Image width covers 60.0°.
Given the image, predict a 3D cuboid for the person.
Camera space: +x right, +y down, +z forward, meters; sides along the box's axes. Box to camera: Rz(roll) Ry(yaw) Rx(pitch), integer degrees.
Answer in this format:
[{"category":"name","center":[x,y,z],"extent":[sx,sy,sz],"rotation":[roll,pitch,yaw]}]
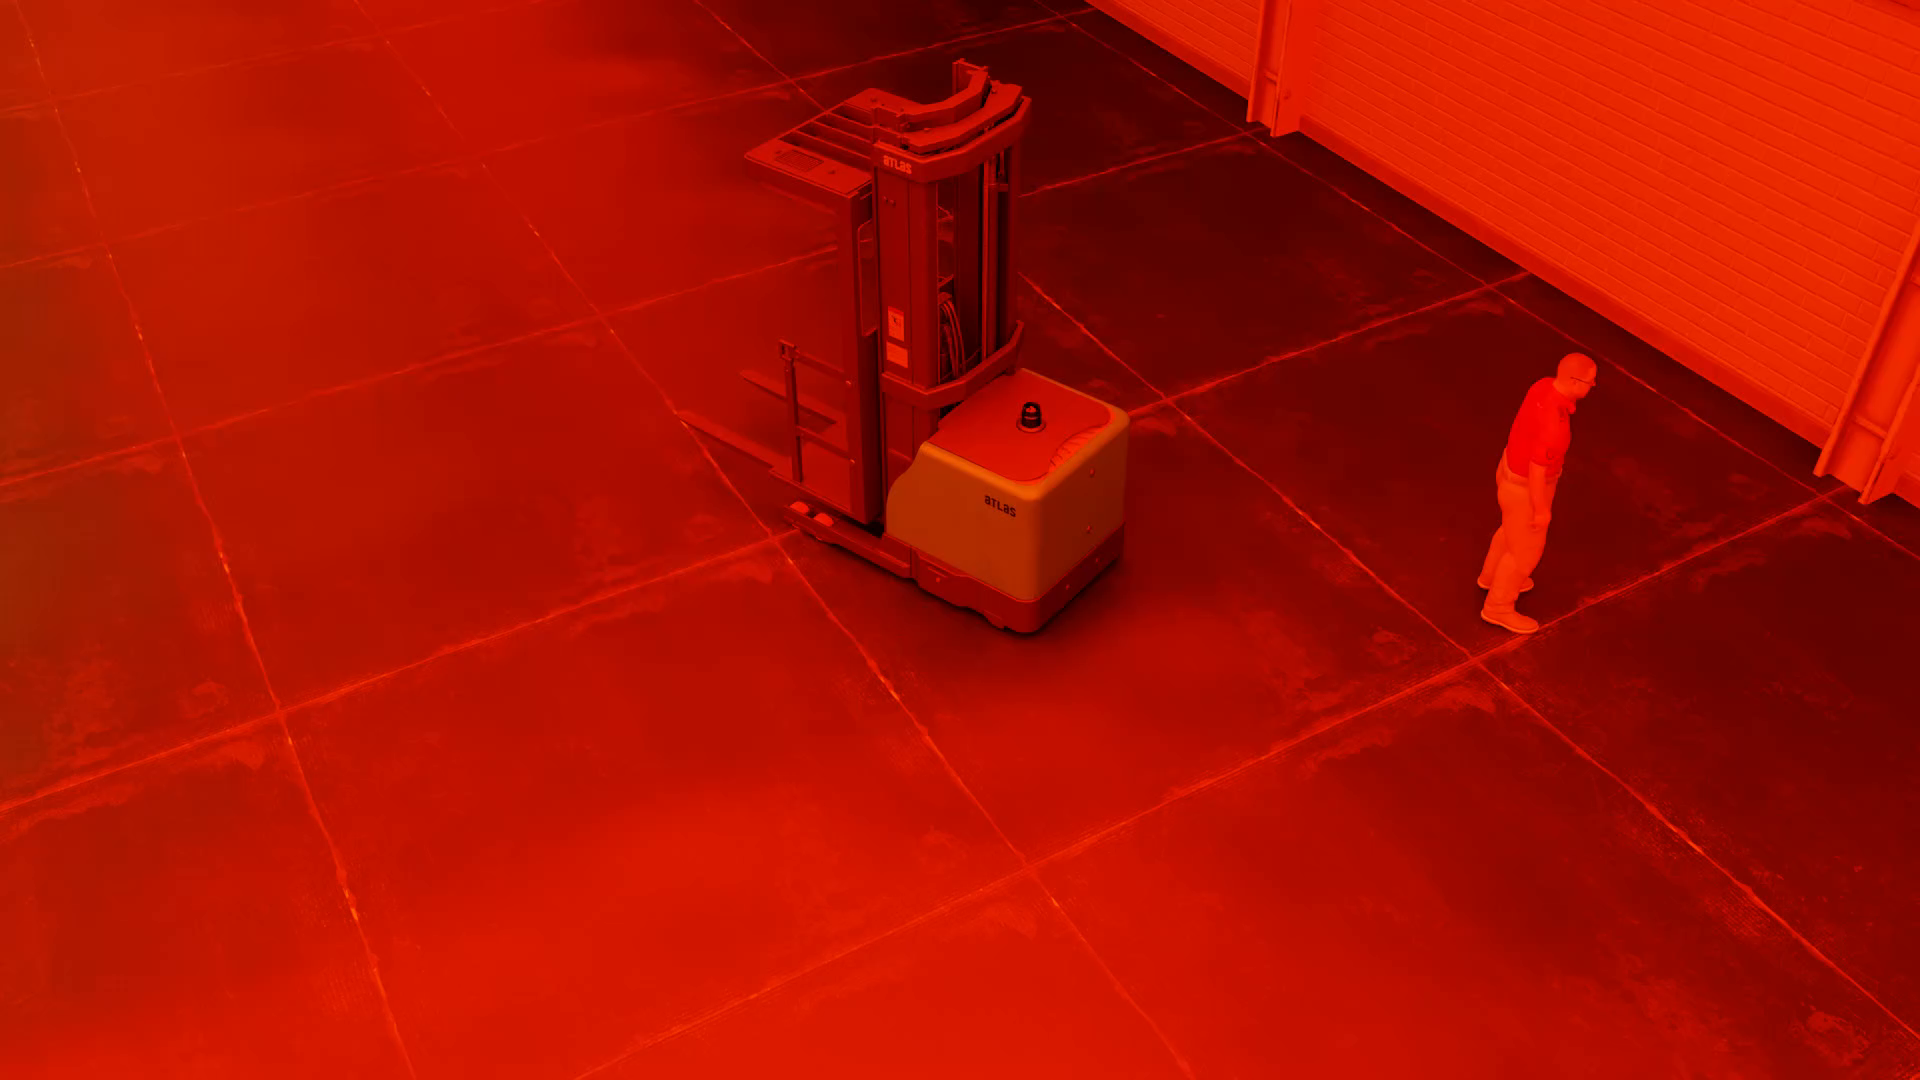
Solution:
[{"category":"person","center":[3.222,-0.307,9.347],"extent":[0.391,1.727,0.585],"rotation":[7,40,9]}]

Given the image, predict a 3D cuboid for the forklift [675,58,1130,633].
[{"category":"forklift","center":[-0.481,-1.366,9.683],"extent":[3.031,2.935,1.130],"rotation":[26,46,28]}]
